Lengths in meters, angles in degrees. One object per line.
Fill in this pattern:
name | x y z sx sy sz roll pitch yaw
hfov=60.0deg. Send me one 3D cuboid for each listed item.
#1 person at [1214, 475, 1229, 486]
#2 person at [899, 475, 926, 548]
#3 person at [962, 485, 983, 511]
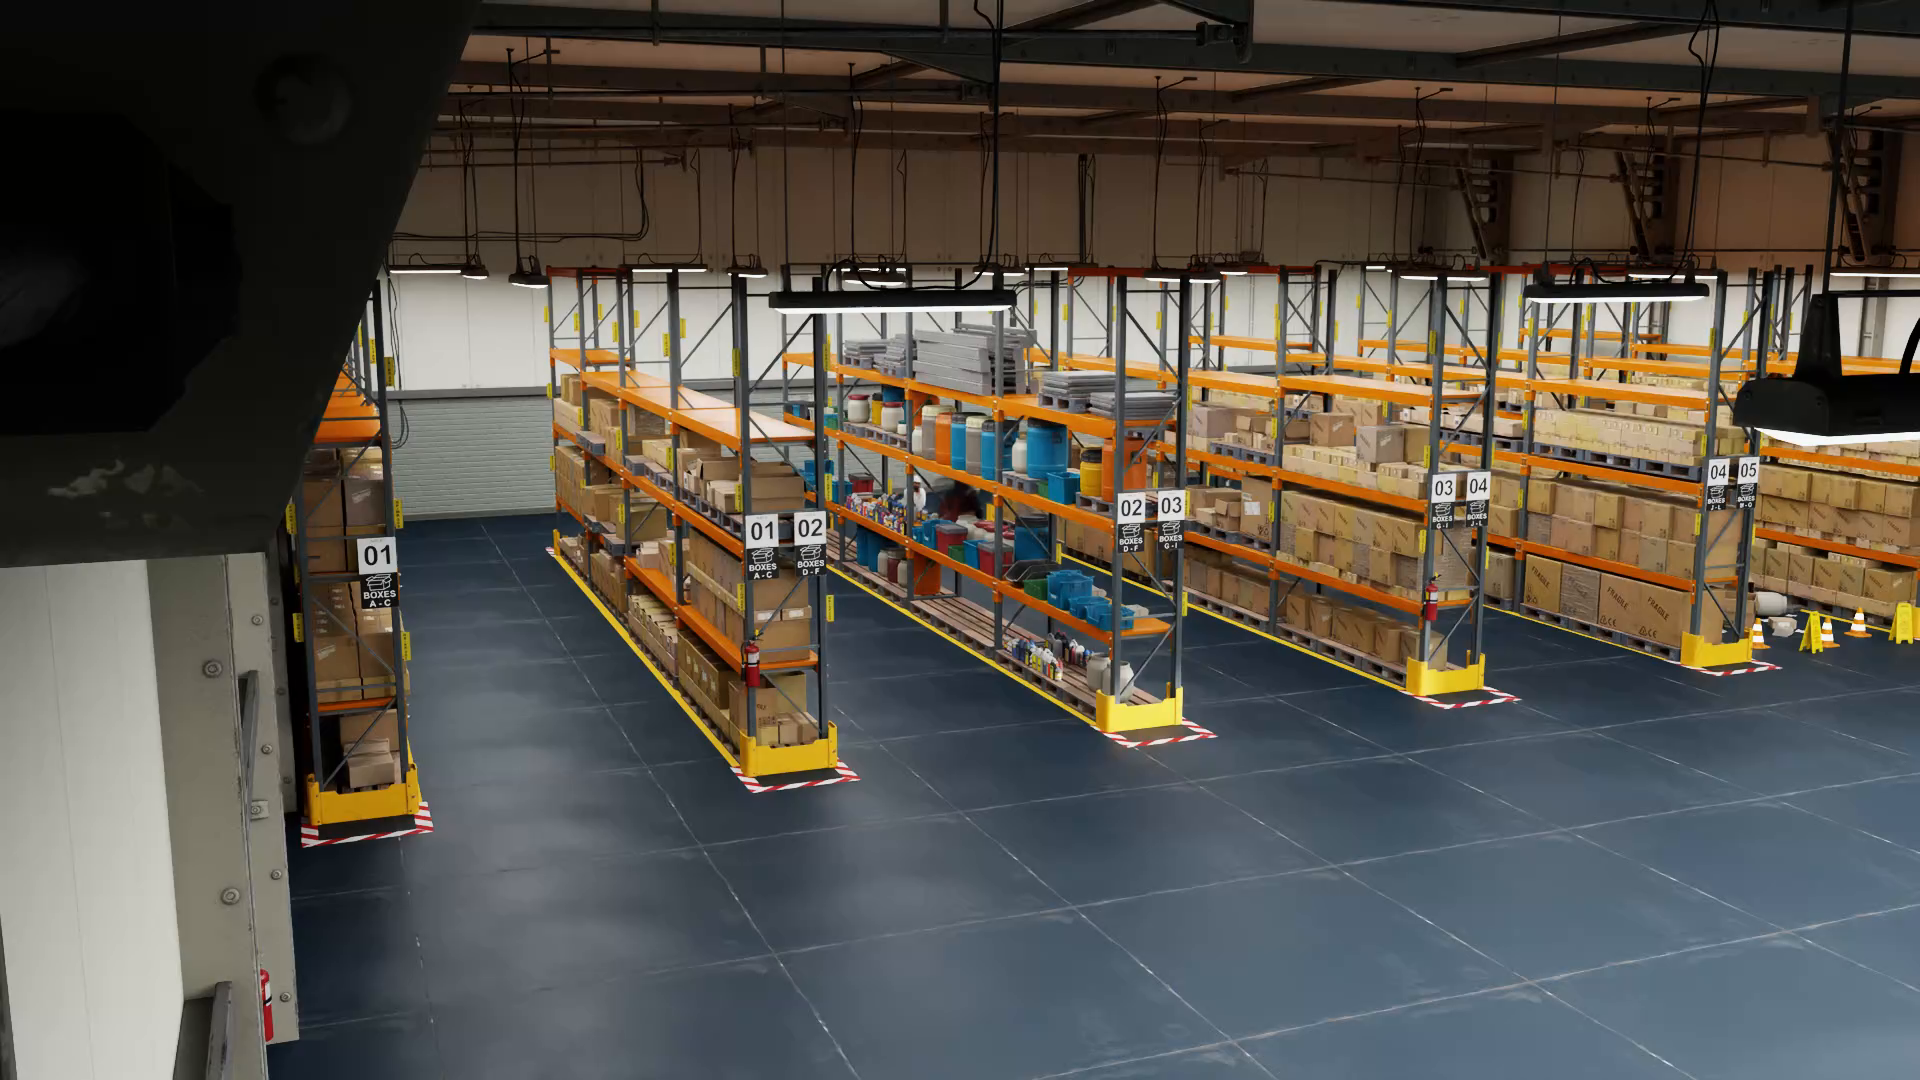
person | 6.939 -2.191 44.326 0.455 1.656 0.593 6 12 31
person | -0.916 -0.473 34.373 0.660 1.747 1.012 -7 12 -34
person | 0.316 -1.589 40.525 0.510 1.768 0.529 4 11 20
